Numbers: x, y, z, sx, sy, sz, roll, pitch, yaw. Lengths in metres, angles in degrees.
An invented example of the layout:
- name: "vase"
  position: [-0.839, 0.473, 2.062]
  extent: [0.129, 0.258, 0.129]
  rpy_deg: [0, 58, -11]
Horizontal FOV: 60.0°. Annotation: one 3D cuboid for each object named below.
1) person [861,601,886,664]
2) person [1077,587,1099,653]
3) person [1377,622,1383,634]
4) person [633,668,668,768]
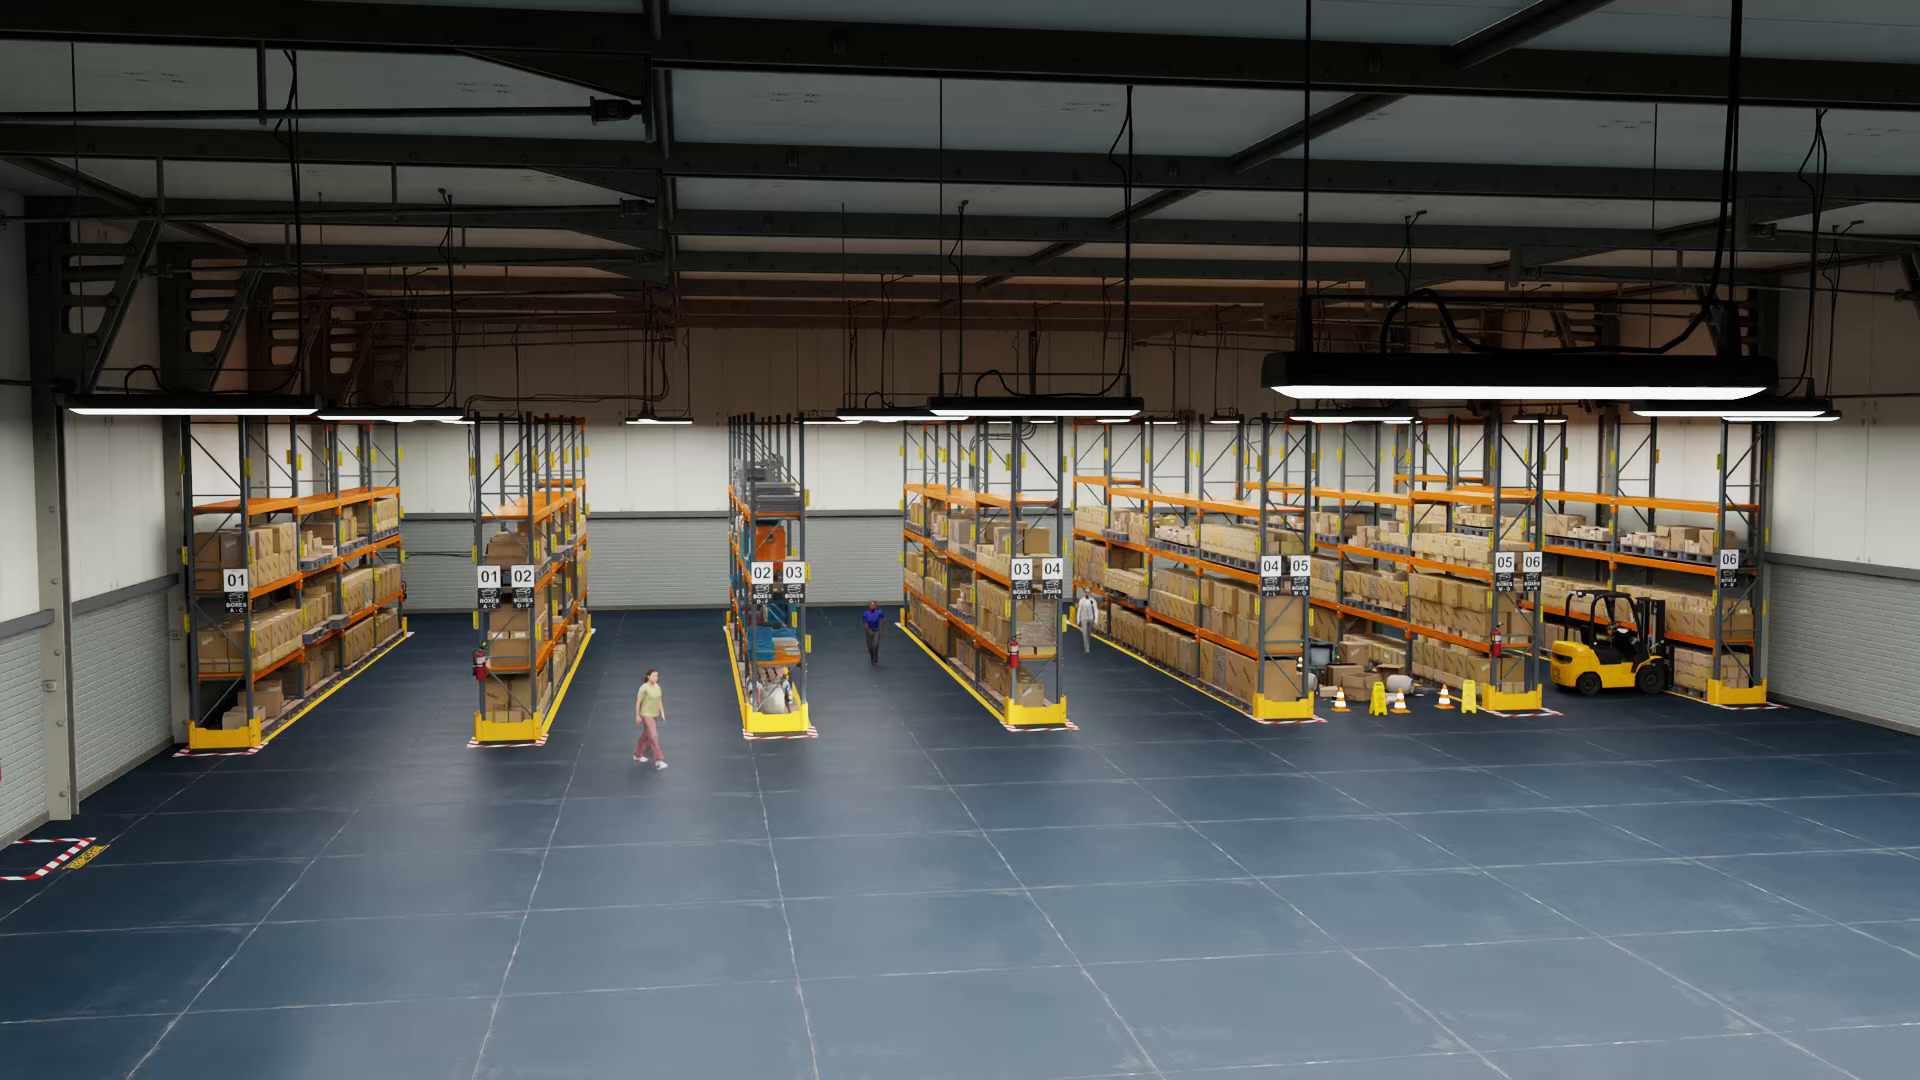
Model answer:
- name: "person"
  position: [-2.075, 2.228, 39.914]
  extent: [0.570, 1.572, 0.745]
  rpy_deg: [0, 4, 2]
- name: "person"
  position: [3.264, 2.006, 42.242]
  extent: [0.513, 1.624, 0.990]
  rpy_deg: [0, 4, -7]
- name: "person"
  position: [11.107, 1.821, 44.337]
  extent: [0.593, 1.802, 0.403]
  rpy_deg: [-2, 5, -32]
- name: "person"
  position: [-5.198, 2.971, 28.084]
  extent: [0.929, 1.625, 0.490]
  rpy_deg: [2, 4, 28]
